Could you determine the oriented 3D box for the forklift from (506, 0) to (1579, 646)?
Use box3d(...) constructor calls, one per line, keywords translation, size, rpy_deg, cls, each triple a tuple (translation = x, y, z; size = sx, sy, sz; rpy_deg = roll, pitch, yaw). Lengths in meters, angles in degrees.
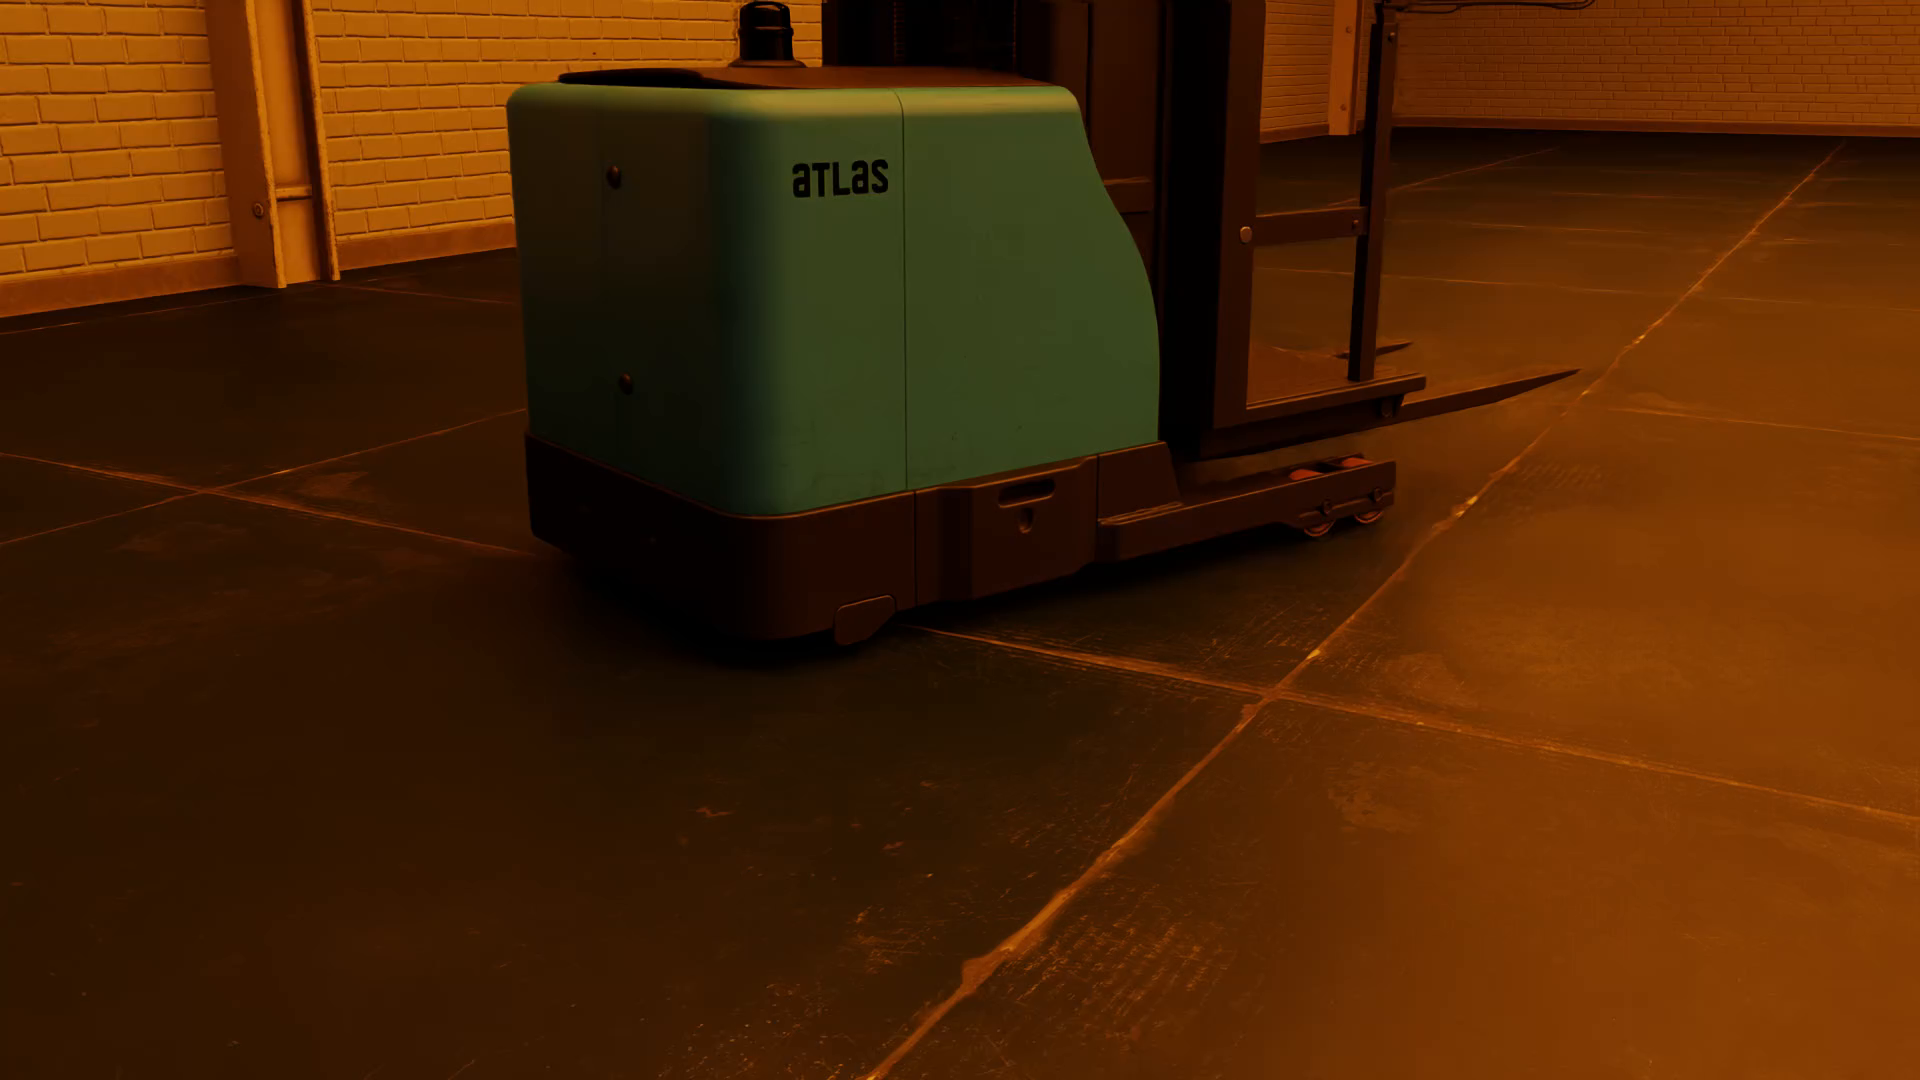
box3d(translation=(0.474, -1.517, 4.003), size=(3.031, 2.935, 1.130), rpy_deg=(-13, 21, -37), cls="forklift")
